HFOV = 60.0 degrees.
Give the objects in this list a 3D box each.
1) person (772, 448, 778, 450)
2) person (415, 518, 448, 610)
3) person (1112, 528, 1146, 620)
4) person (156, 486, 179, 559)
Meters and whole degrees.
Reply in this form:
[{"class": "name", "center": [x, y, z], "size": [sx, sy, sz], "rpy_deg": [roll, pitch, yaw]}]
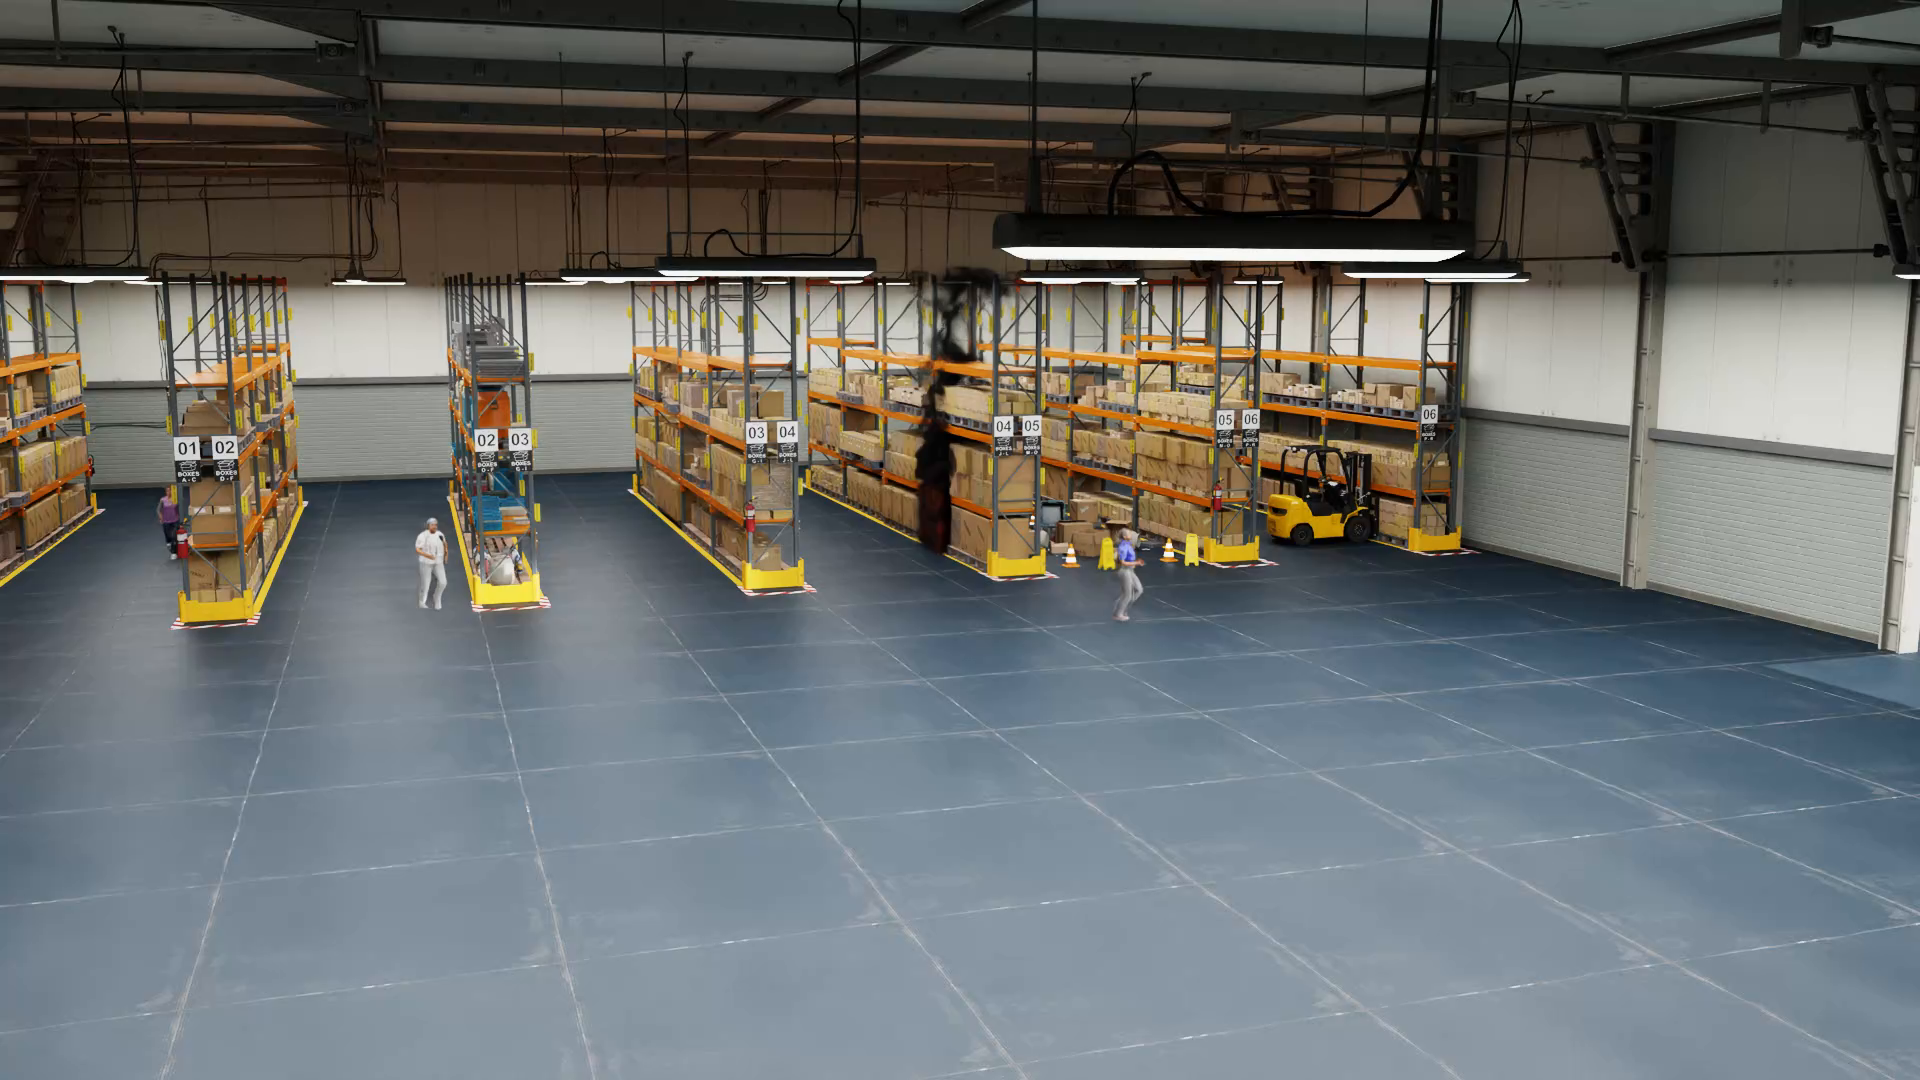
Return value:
[{"class": "person", "center": [-5.696, -2.440, 48.498], "size": [0.794, 1.715, 0.893], "rpy_deg": [7, 11, 38]}, {"class": "person", "center": [-9.442, 0.446, 29.832], "size": [0.654, 1.700, 0.606], "rpy_deg": [-7, 11, -40]}, {"class": "person", "center": [2.938, 0.592, 28.752], "size": [0.580, 1.623, 0.562], "rpy_deg": [3, 9, 16]}, {"class": "person", "center": [-16.846, -0.383, 35.514], "size": [0.537, 1.558, 0.549], "rpy_deg": [-4, 10, -26]}]
